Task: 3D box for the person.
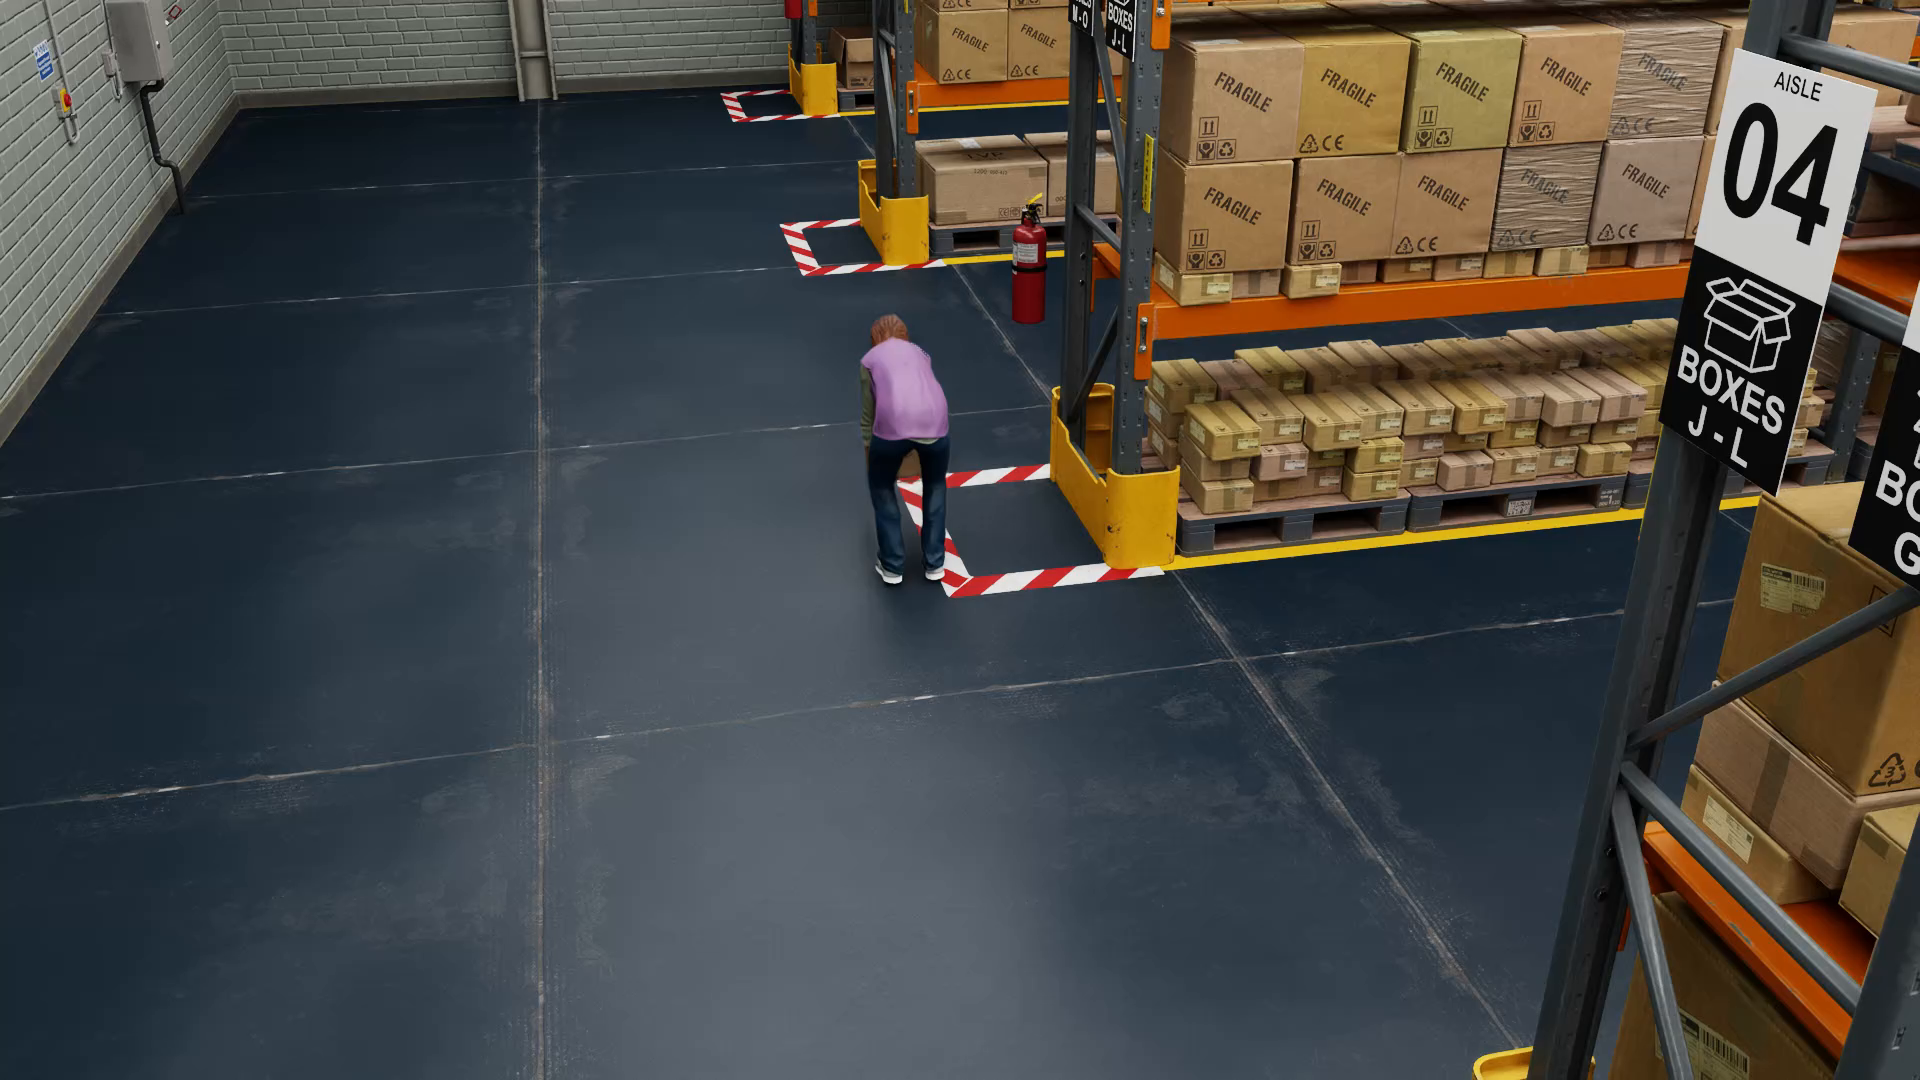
[{"bbox_3d":[-0.274,-0.435,7.984,0.385,1.139,0.848,-5,28,-10],"label":"person"}]
